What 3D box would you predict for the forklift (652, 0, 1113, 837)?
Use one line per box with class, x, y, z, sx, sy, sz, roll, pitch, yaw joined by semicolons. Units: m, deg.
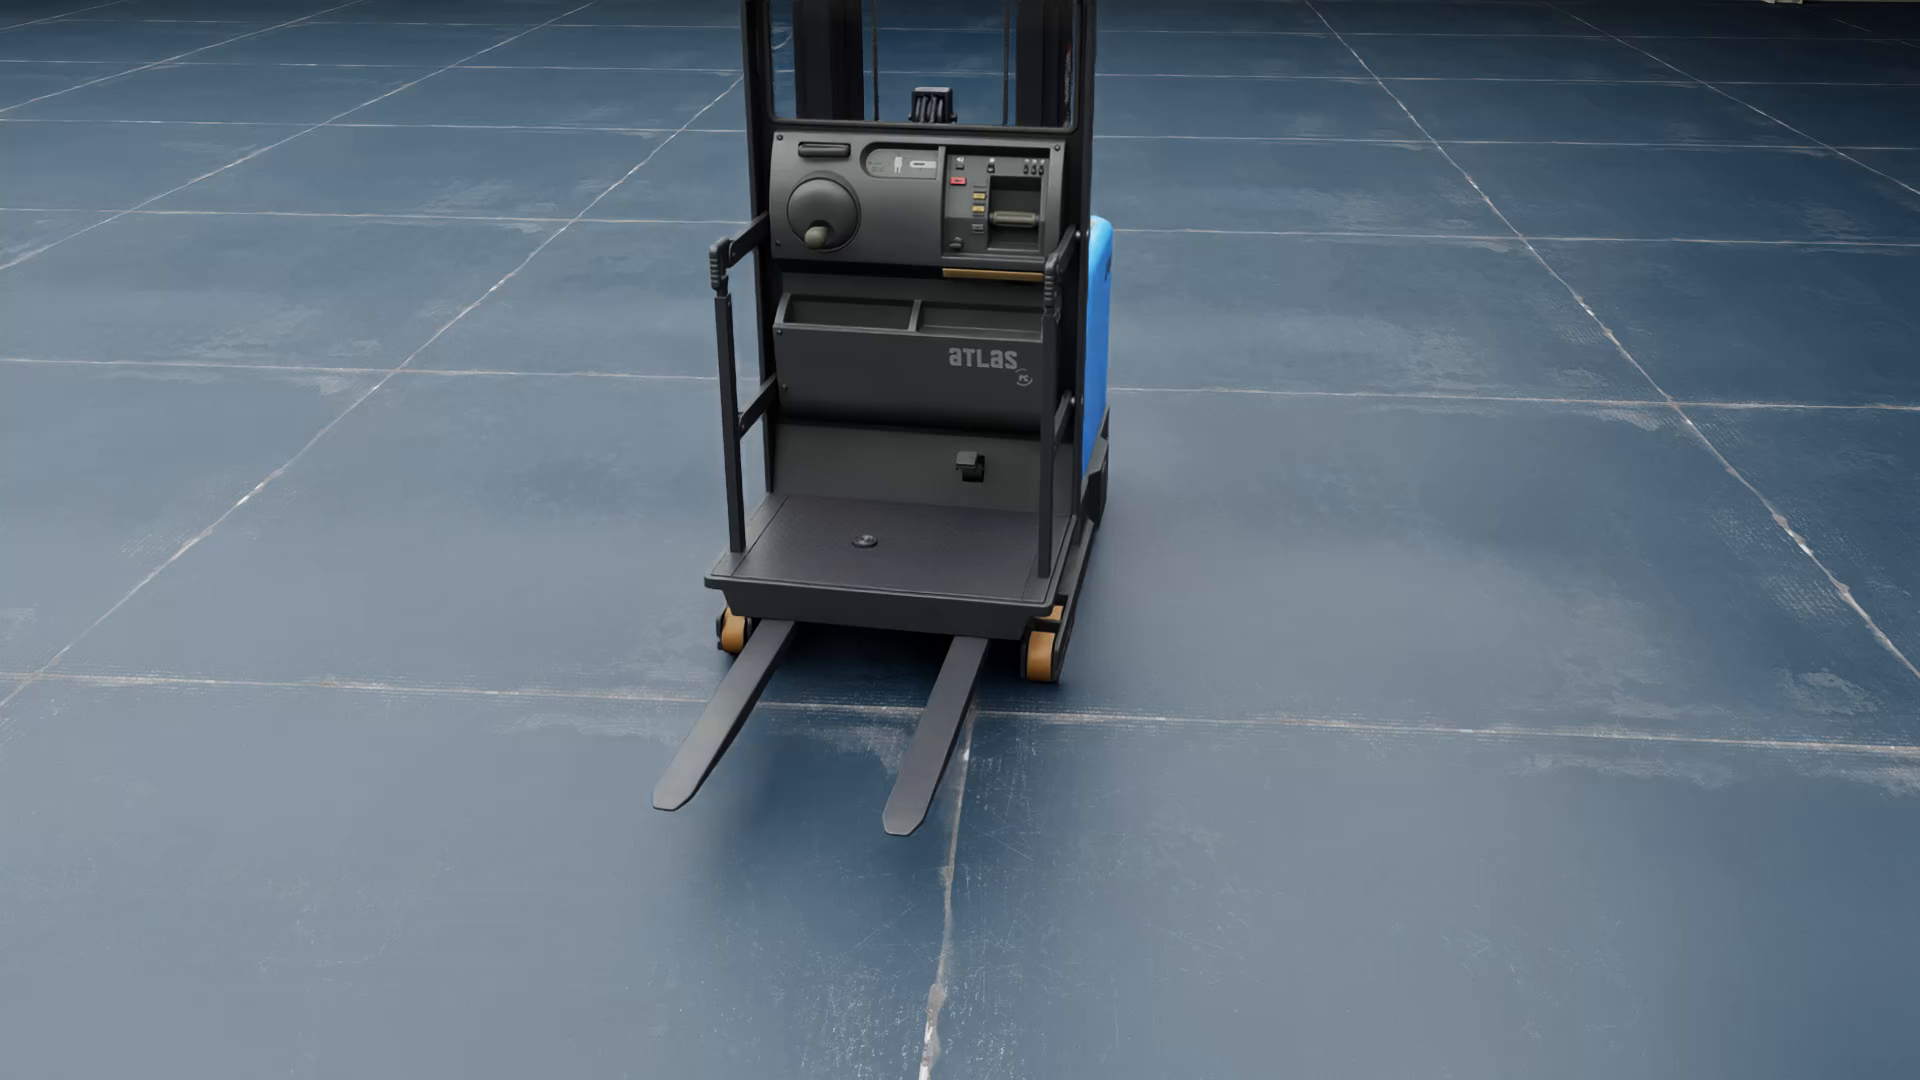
forklift;-0.176;-1.044;5.013;1.130;2.935;3.031;4;25;10
